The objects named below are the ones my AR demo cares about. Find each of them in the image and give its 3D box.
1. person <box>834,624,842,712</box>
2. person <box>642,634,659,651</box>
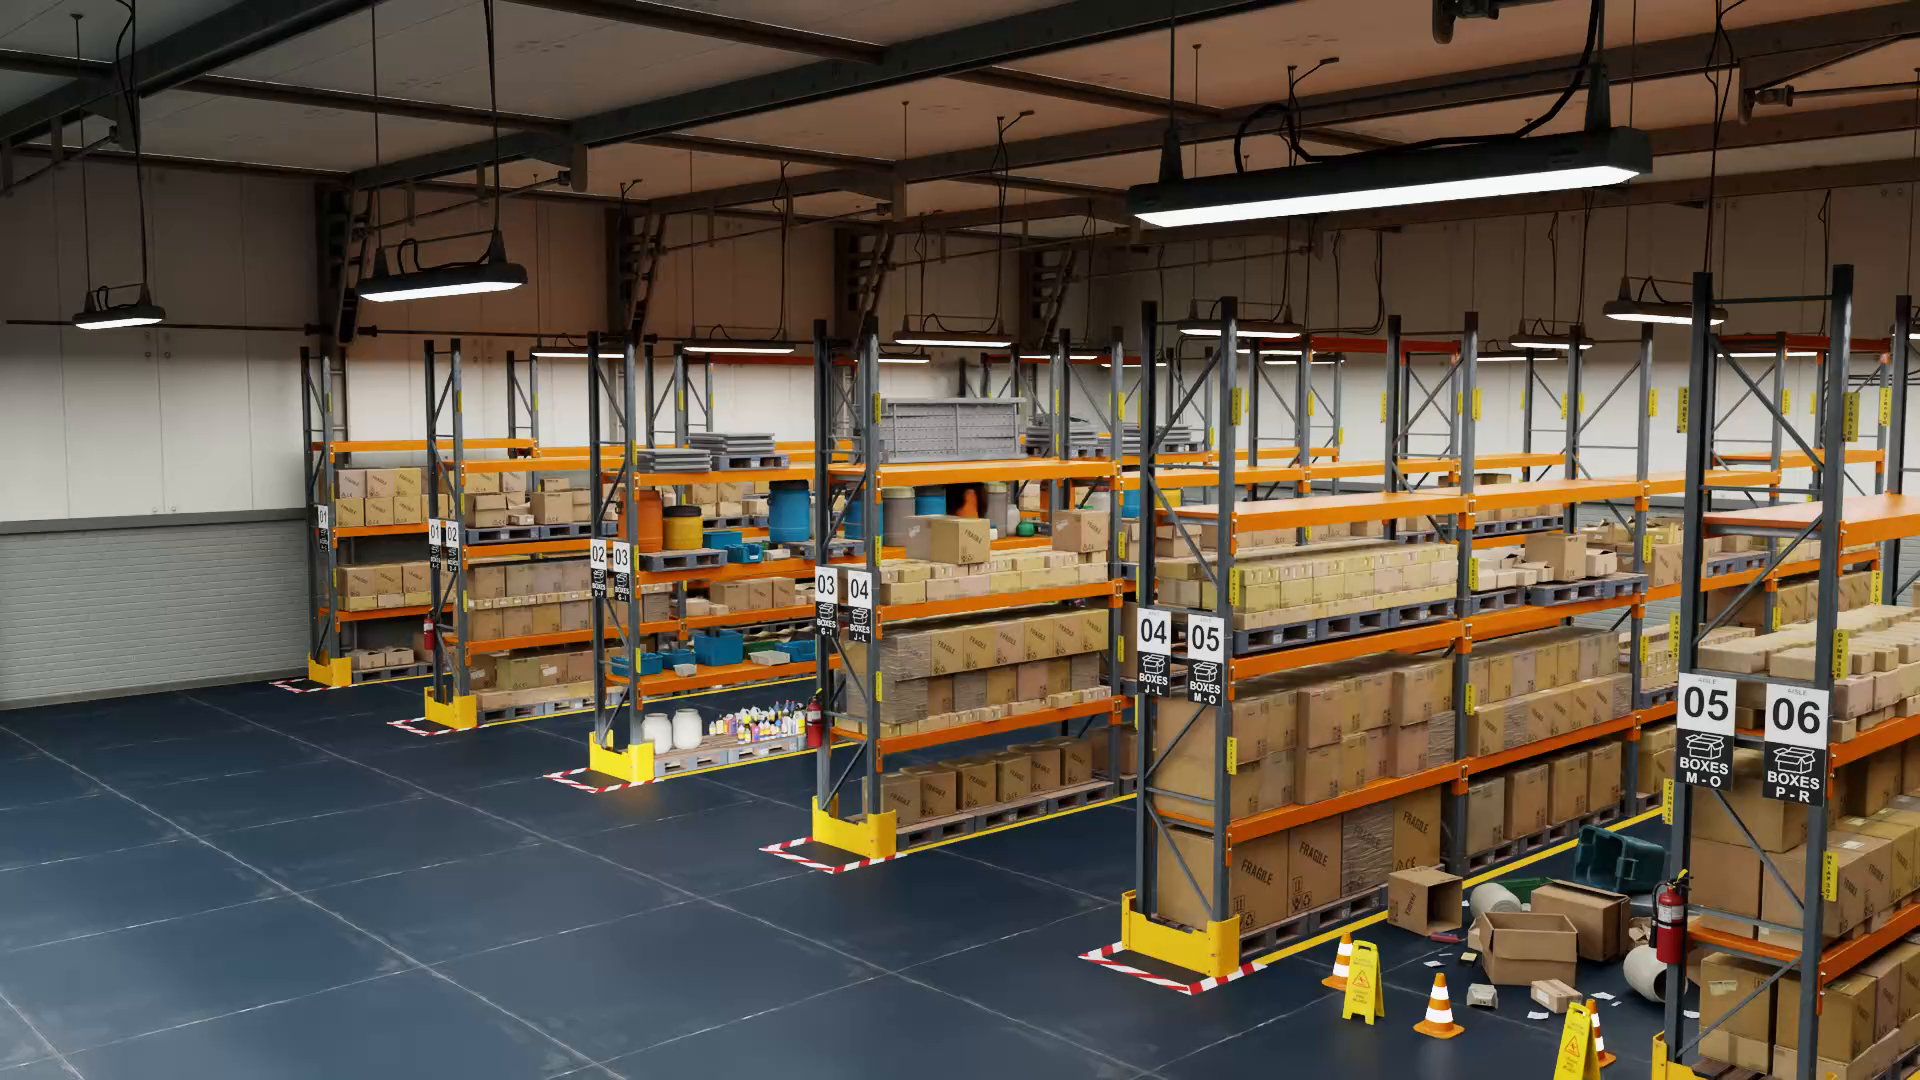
[{"bbox_3d":[-1.801,1.989,26.777,1.061,1.731,0.705,-4,6,-37],"label":"person"},{"bbox_3d":[-5.817,1.691,30.978,0.527,1.510,0.698,3,6,32],"label":"person"}]
